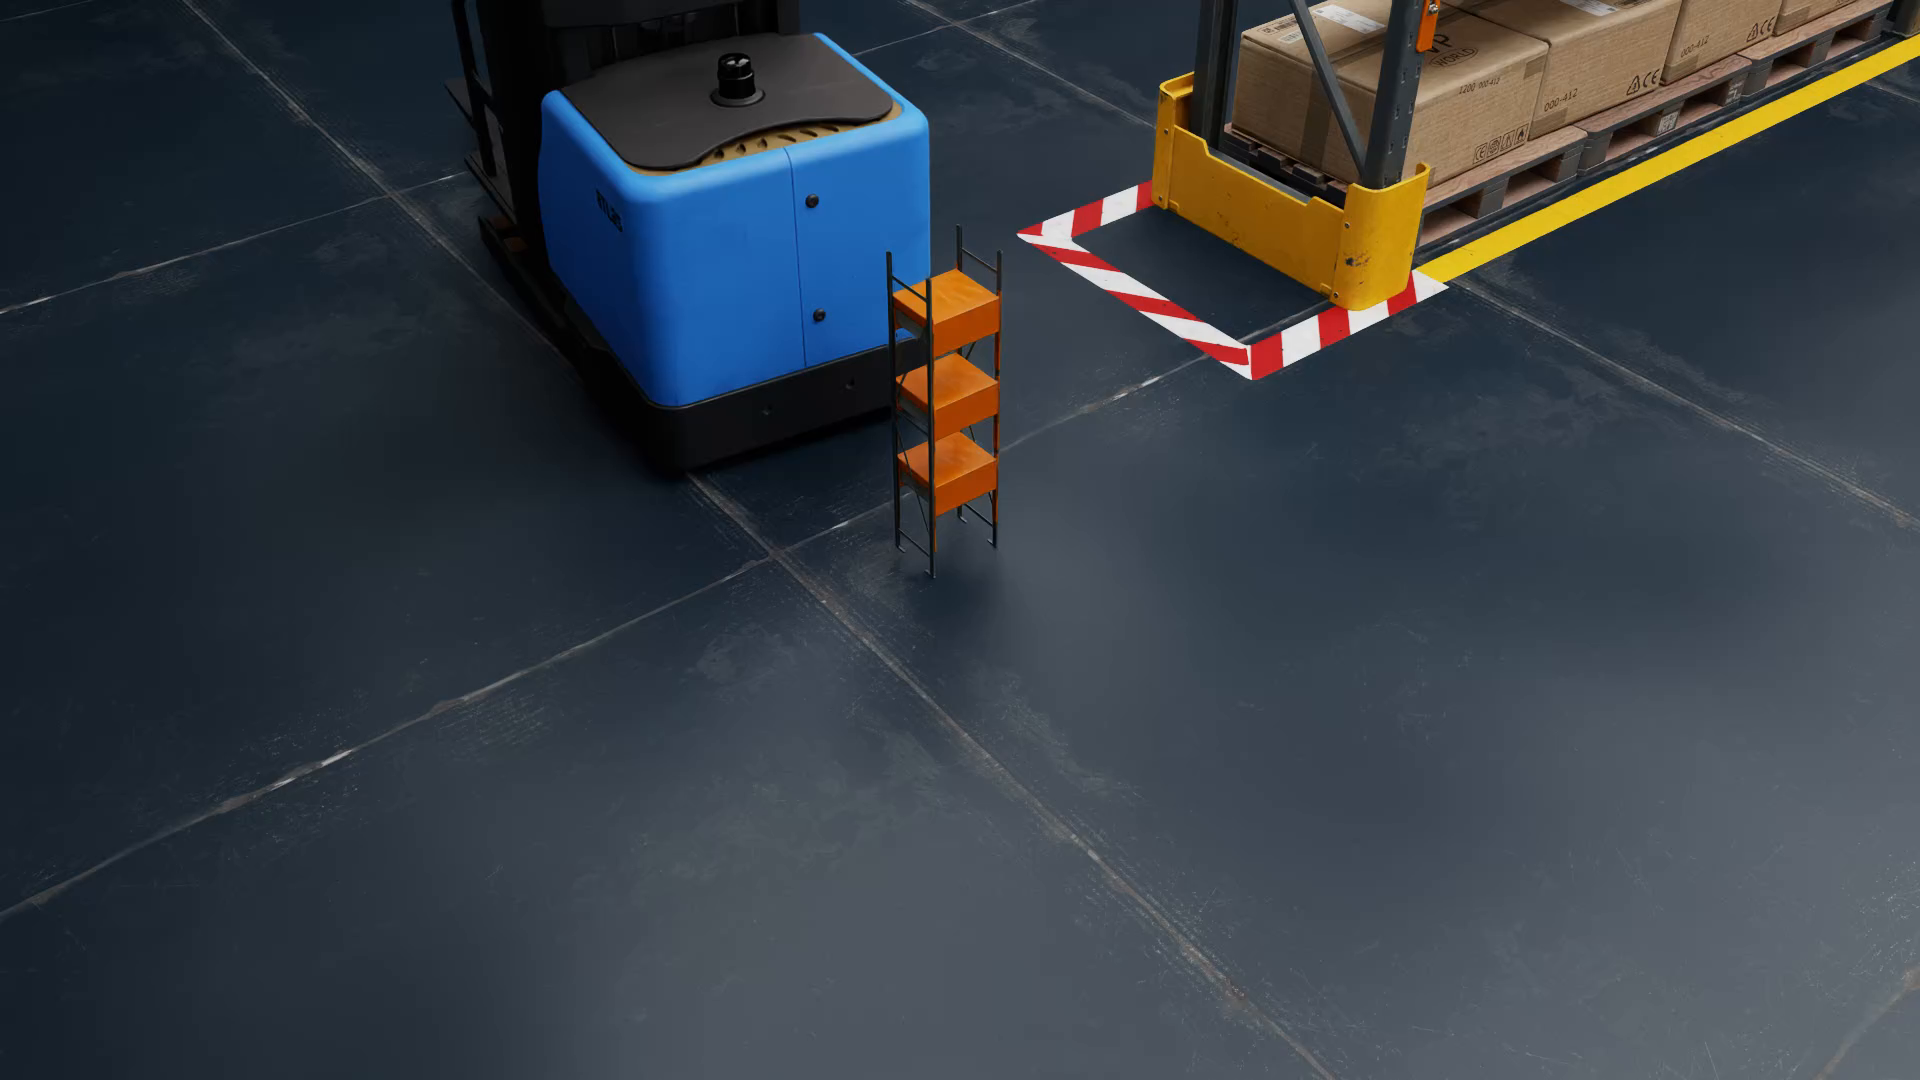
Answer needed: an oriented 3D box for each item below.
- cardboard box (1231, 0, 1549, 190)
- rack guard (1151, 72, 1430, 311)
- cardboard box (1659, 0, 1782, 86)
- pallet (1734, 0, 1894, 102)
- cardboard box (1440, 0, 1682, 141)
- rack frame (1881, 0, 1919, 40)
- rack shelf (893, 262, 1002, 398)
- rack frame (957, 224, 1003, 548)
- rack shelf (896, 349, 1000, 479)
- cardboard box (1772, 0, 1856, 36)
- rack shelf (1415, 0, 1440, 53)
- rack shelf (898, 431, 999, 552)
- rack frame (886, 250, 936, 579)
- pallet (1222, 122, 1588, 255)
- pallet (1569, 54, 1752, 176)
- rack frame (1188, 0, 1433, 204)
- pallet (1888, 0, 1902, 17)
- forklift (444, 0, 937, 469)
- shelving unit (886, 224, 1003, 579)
[{"bbox_3d":[1.751,-1.857,6.838,0.875,0.438,0.875,-28,47,-29],"label":"cardboard box"},{"bbox_3d":[1.269,-1.405,6.568,0.348,0.500,1.175,-26,46,-28],"label":"rack guard"},{"bbox_3d":[3.187,-2.563,7.698,0.875,0.438,0.875,-27,47,-29],"label":"cardboard box"},{"bbox_3d":[3.809,-2.593,8.245,1.213,0.211,1.003,-26,46,-28],"label":"pallet"},{"bbox_3d":[2.471,-2.215,7.274,0.875,0.438,0.875,-25,45,-27],"label":"cardboard box"},{"bbox_3d":[4.460,-3.926,7.671,0.127,3.000,1.000,-26,46,-28],"label":"rack frame"},{"bbox_3d":[-0.042,-0.596,4.719,0.240,0.259,0.215,-26,46,-28],"label":"rack shelf"},{"bbox_3d":[0.054,-0.432,4.949,0.008,1.050,0.200,-26,46,-28],"label":"rack frame"},{"bbox_3d":[-0.042,-0.377,4.899,0.240,0.259,0.215,-26,46,-28],"label":"rack shelf"},{"bbox_3d":[3.897,-2.909,8.120,0.875,0.438,0.875,-27,46,-29],"label":"cardboard box"},{"bbox_3d":[2.874,-2.875,6.957,4.000,0.370,1.077,-26,46,-28],"label":"rack shelf"},{"bbox_3d":[-0.042,-0.162,5.075,0.240,0.259,0.215,-26,46,-28],"label":"rack shelf"},{"bbox_3d":[-0.139,-0.338,4.834,0.008,1.050,0.200,-26,46,-28],"label":"rack frame"},{"bbox_3d":[1.874,-1.650,7.096,1.213,0.211,1.003,-26,46,-28],"label":"pallet"},{"bbox_3d":[2.841,-2.119,7.667,1.213,0.211,1.003,-26,46,-28],"label":"pallet"},{"bbox_3d":[1.288,-2.380,5.786,0.127,3.000,1.000,-26,46,-28],"label":"rack frame"},{"bbox_3d":[5.026,-3.184,8.965,1.213,0.211,1.003,-26,46,-28],"label":"pallet"},{"bbox_3d":[-1.248,-2.281,5.719,1.130,2.935,3.031,-20,43,-23],"label":"forklift"},{"bbox_3d":[-0.042,-0.385,4.892,0.252,1.050,0.215,-26,46,-28],"label":"shelving unit"}]
